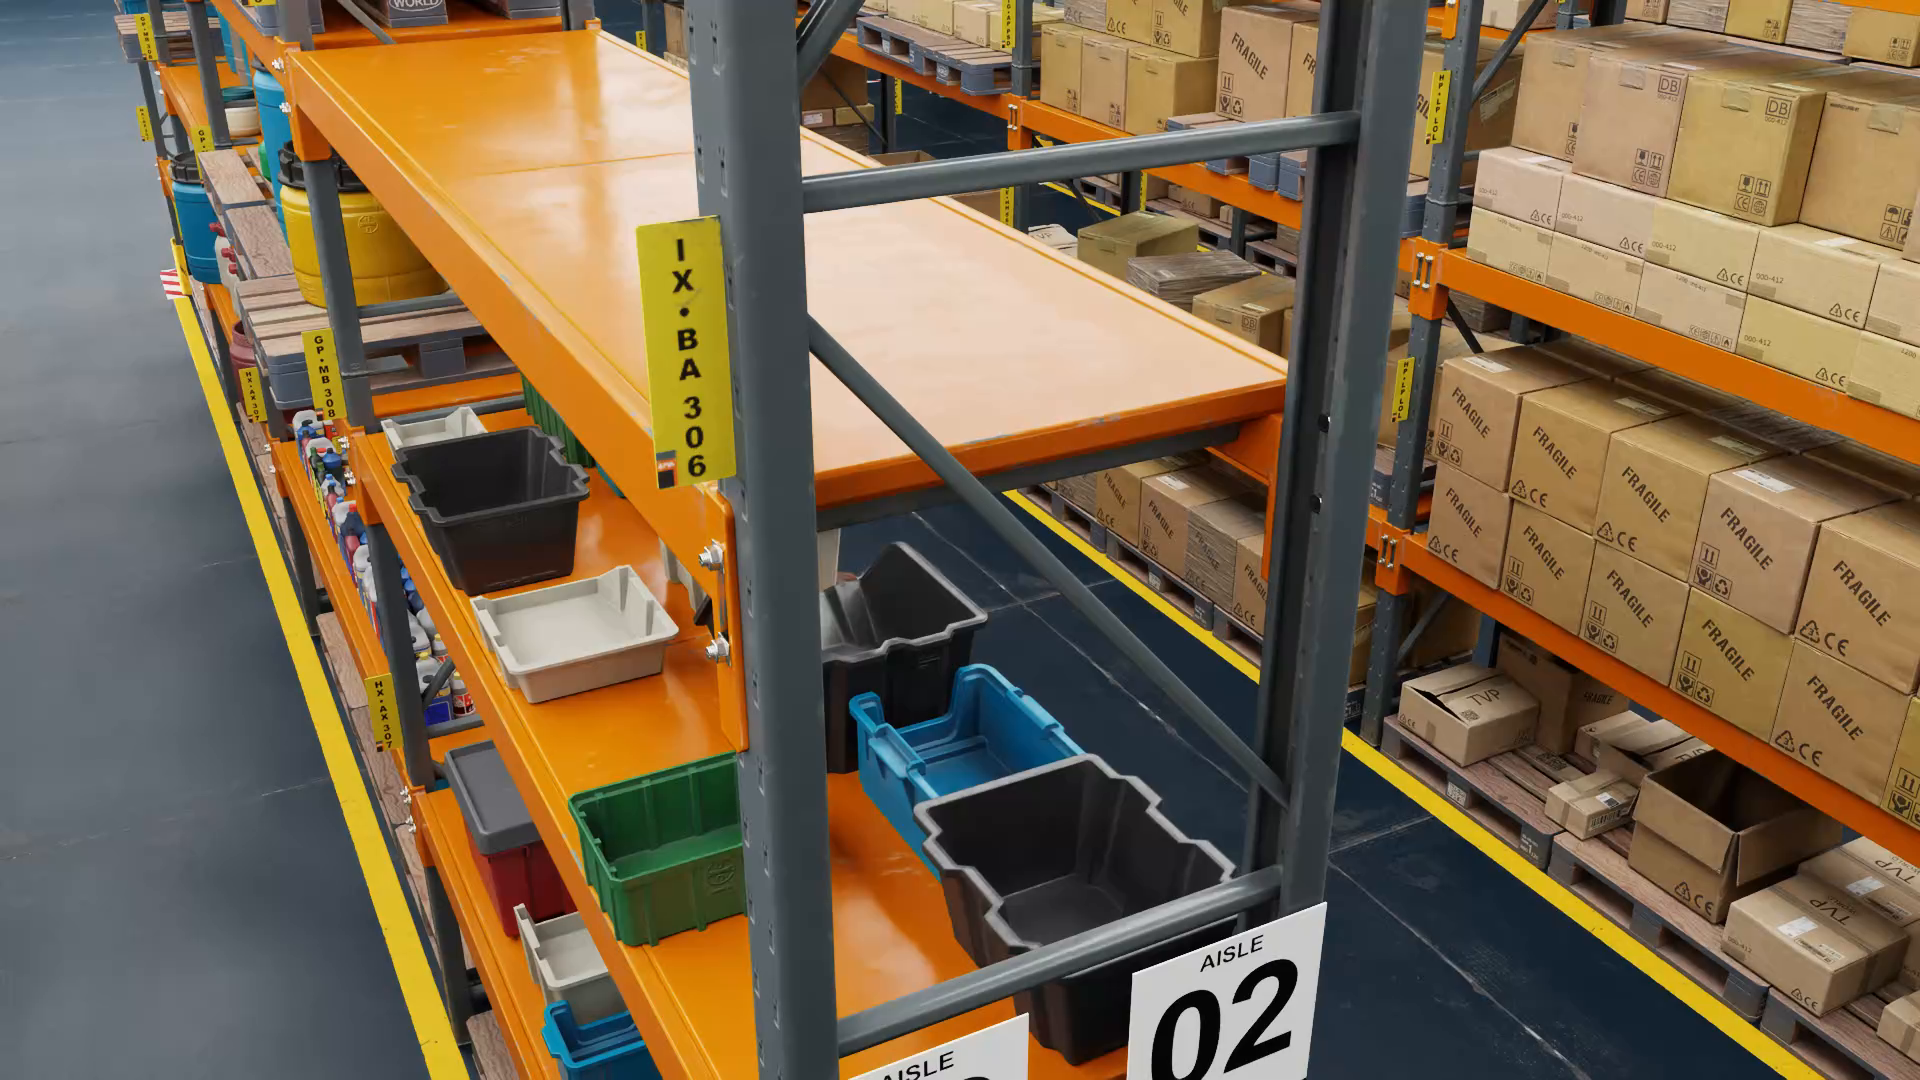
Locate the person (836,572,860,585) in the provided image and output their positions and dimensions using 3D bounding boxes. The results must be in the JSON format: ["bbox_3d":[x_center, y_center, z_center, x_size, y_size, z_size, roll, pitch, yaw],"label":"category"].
[{"bbox_3d":[-0.478,0.532,9.364,0.814,0.875,0.452,-13,29,-25],"label":"person"}]
